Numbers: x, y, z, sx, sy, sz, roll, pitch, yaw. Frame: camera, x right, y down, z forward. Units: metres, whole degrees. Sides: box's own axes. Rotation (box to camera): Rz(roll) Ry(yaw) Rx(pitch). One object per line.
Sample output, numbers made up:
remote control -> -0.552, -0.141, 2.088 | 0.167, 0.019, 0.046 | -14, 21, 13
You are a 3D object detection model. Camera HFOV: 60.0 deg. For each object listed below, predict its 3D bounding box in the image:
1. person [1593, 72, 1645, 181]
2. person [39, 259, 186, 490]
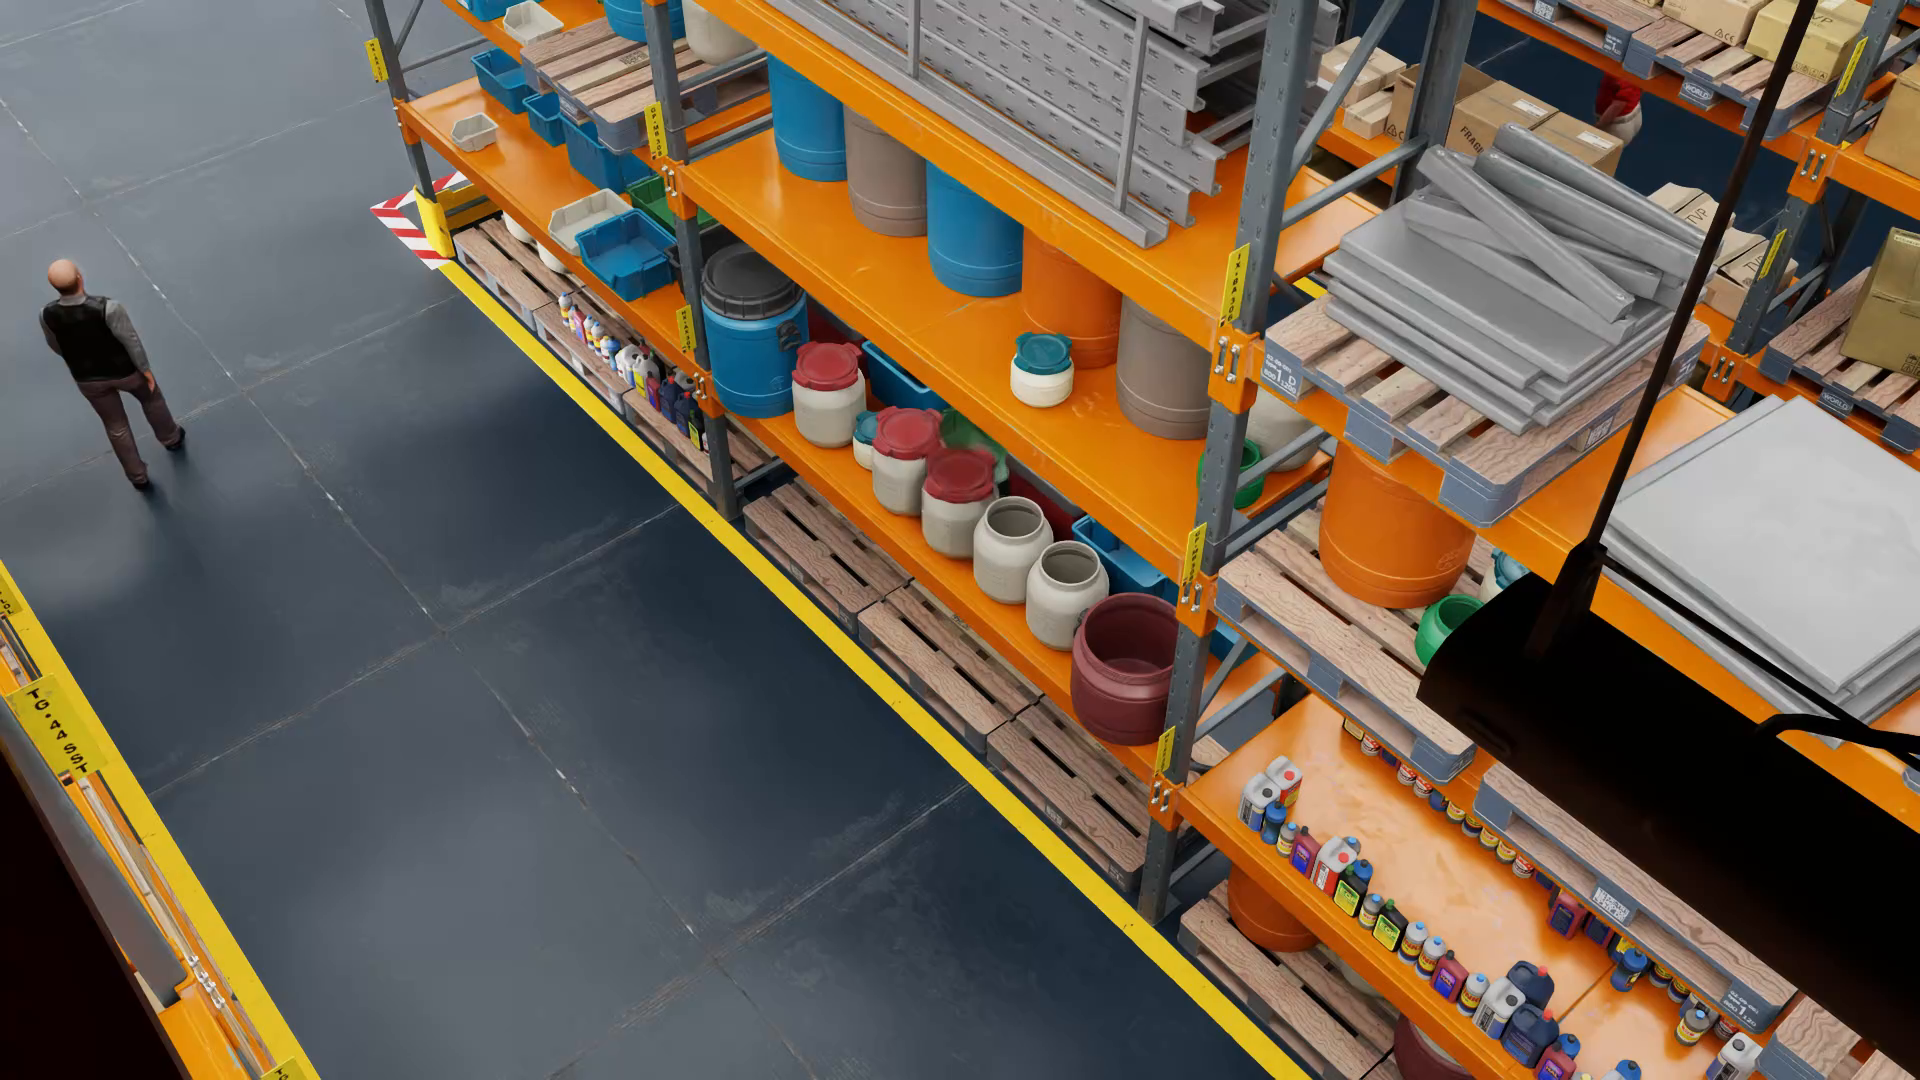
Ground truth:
person -> 5.120, -3.187, 12.847 | 0.659, 1.711, 0.626 | 28, 53, 24
person -> -5.558, -1.143, 10.886 | 0.572, 1.737, 0.671 | -10, 47, -10
